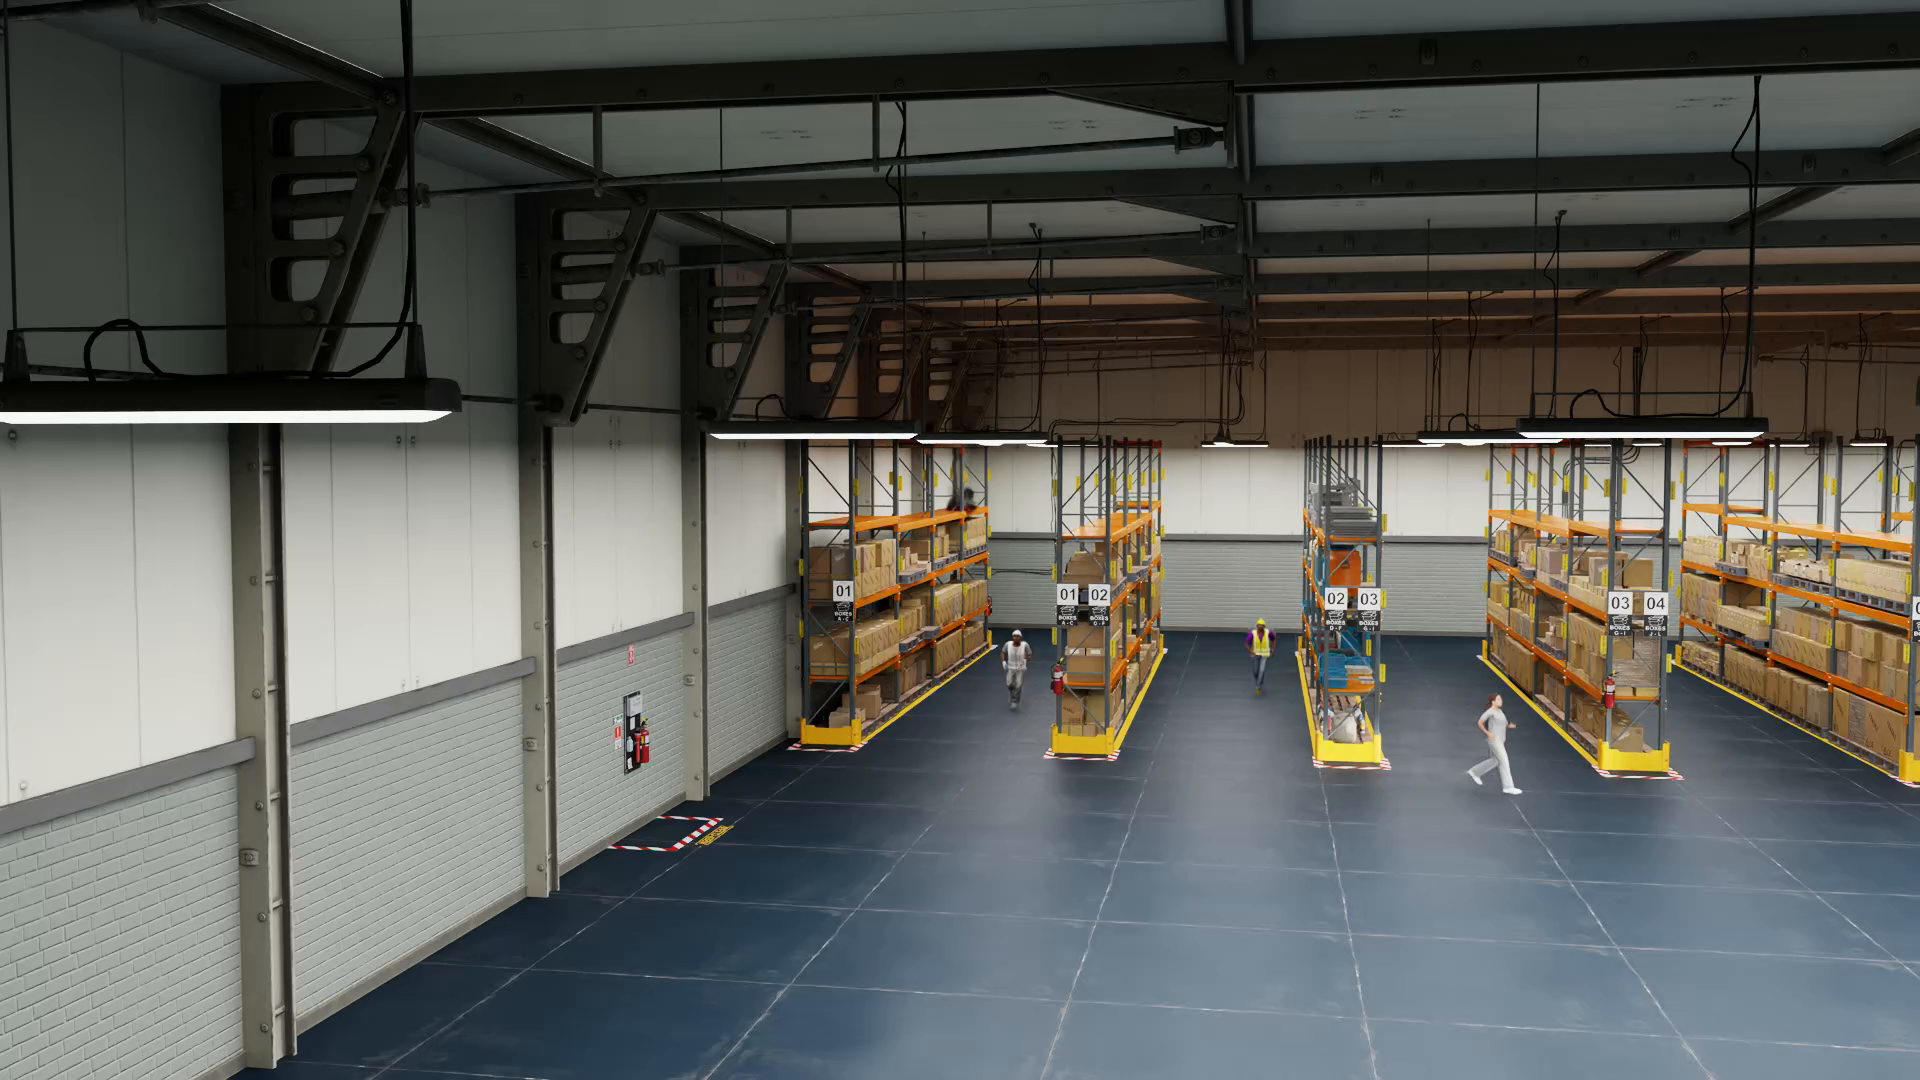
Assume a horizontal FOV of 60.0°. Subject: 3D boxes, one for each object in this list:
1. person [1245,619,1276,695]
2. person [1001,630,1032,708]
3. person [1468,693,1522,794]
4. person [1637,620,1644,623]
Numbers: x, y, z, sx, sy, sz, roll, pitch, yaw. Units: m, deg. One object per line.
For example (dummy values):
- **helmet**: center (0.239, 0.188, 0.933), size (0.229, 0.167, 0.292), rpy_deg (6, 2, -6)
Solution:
- **person**: center (7.088, 2.735, 39.277), size (0.726, 1.754, 0.927), rpy_deg (1, 3, 10)
- **person**: center (1.243, 2.863, 36.821), size (0.689, 1.733, 0.571), rpy_deg (0, 3, 6)
- **person**: center (8.938, 3.368, 27.786), size (0.957, 1.646, 0.571), rpy_deg (2, 4, 39)
- **person**: center (17.847, 2.473, 43.473), size (0.676, 1.758, 0.865), rpy_deg (1, 3, 24)
